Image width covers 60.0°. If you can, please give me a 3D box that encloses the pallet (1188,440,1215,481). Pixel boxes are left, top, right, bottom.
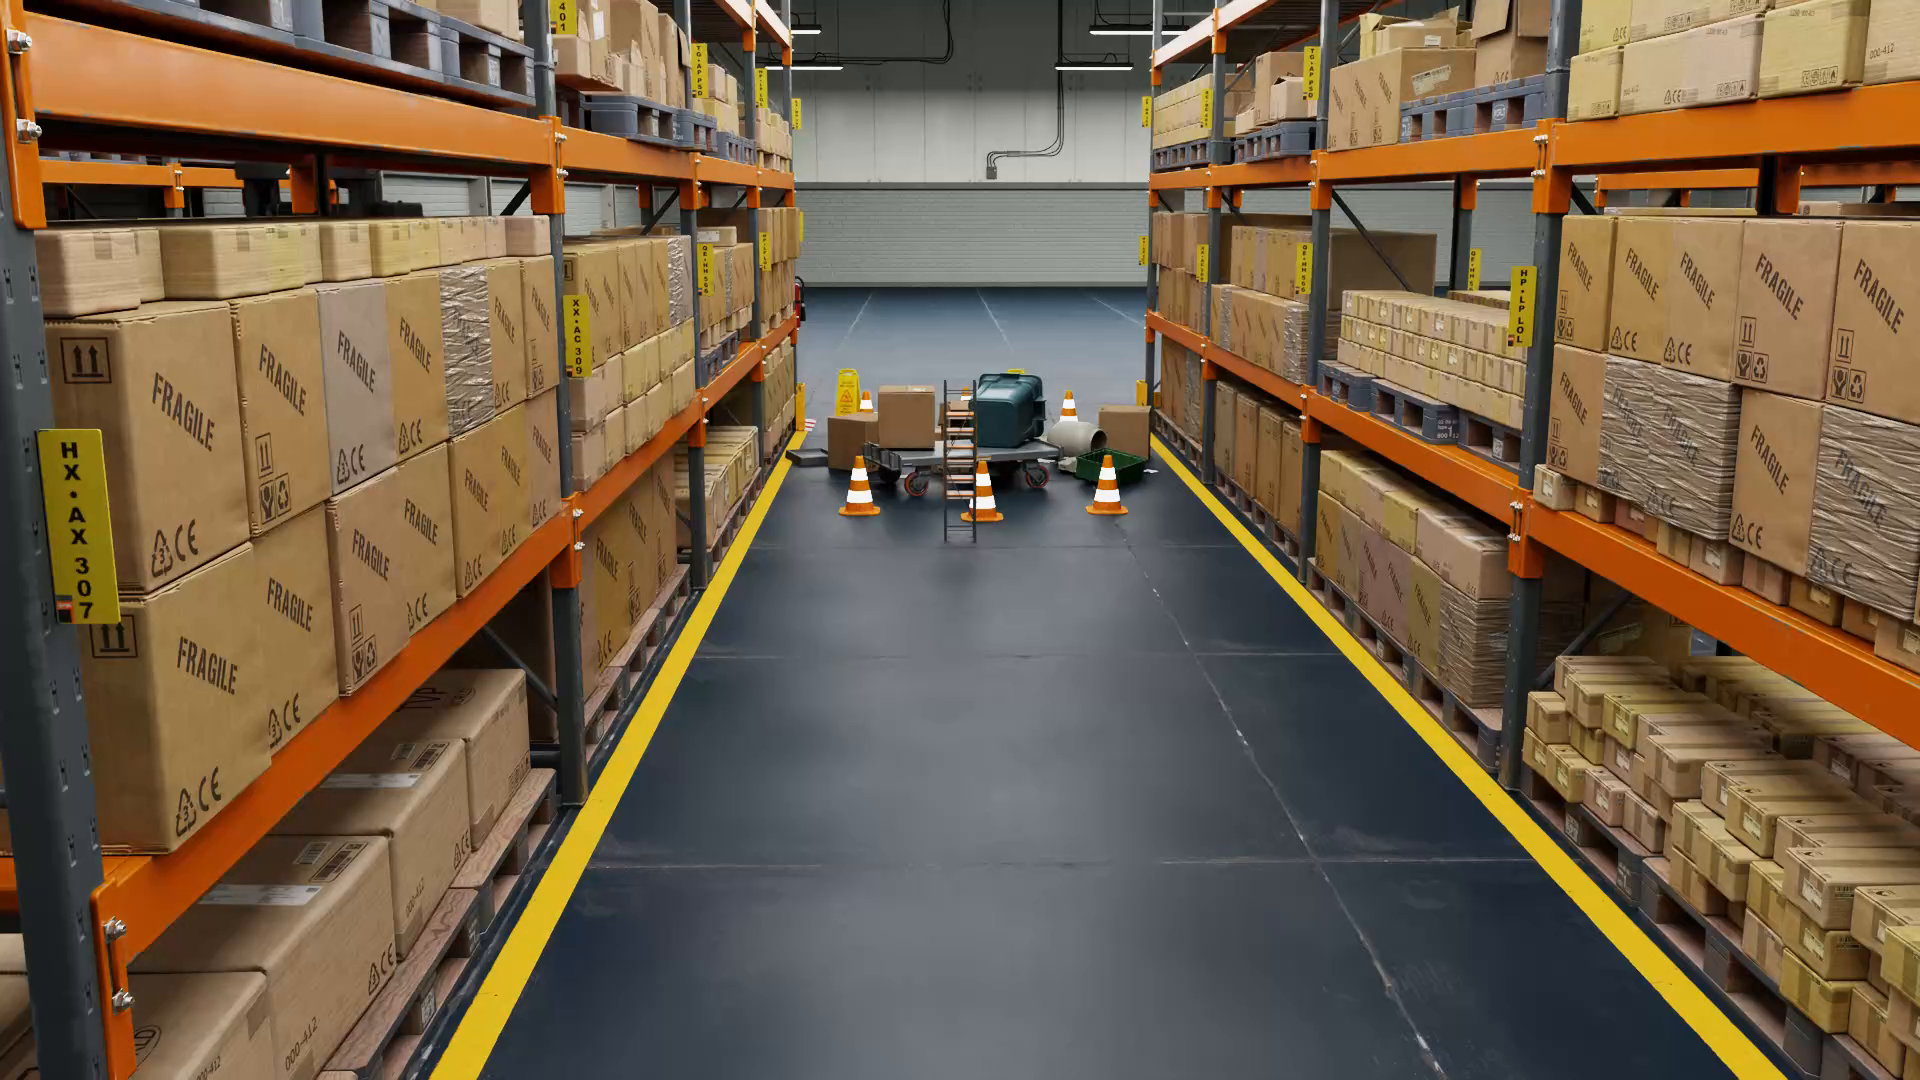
[{"bbox_3d":[2.756,-0.767,15.809,1.003,0.211,1.213,0,11,-1],"label":"pallet"}]

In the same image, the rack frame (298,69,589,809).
[{"bbox_3d":[-2.088,-0.352,6.747,1.000,3.000,0.127,0,11,-1],"label":"rack frame"}]

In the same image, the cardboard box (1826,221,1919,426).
[{"bbox_3d":[2.653,-0.576,4.338,0.500,0.500,0.500,0,11,2],"label":"cardboard box"}]

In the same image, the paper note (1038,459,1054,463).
[{"bbox_3d":[0.836,-0.786,16.375,0.172,0.023,0.155,4,12,18],"label":"paper note"}]

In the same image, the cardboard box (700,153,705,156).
[{"bbox_3d":[-2.482,-3.401,14.865,0.380,0.149,0.250,0,11,0],"label":"cardboard box"}]

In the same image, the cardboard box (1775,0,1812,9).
[{"bbox_3d":[2.659,-1.633,4.638,0.500,0.250,0.500,-1,11,-4],"label":"cardboard box"}]

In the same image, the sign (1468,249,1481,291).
[{"bbox_3d":[3.319,-1.720,10.779,0.100,0.325,0.005,0,11,-1],"label":"sign"}]

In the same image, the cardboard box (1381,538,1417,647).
[{"bbox_3d":[2.575,0.277,8.879,0.500,0.500,0.500,0,11,-2],"label":"cardboard box"}]

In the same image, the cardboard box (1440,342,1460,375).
[{"bbox_3d":[2.630,-0.906,8.310,0.380,0.149,0.250,-1,11,-4],"label":"cardboard box"}]

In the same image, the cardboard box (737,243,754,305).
[{"bbox_3d":[-2.014,-2.251,14.057,0.500,0.500,0.500,0,11,-2],"label":"cardboard box"}]

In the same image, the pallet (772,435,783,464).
[{"bbox_3d":[-2.331,-0.952,16.719,1.003,0.211,1.213,0,11,-1],"label":"pallet"}]

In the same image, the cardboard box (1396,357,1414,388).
[{"bbox_3d":[2.613,-0.916,9.108,0.380,0.149,0.250,0,11,0],"label":"cardboard box"}]

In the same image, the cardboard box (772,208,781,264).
[{"bbox_3d":[-2.034,-2.817,15.384,0.700,0.500,0.500,0,11,-1],"label":"cardboard box"}]

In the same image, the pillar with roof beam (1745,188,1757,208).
[{"bbox_3d":[18.384,-11.589,47.050,9.100,9.000,0.548,0,11,-1],"label":"pillar with roof beam"}]

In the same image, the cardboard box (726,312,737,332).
[{"bbox_3d":[-1.960,-1.720,13.071,0.380,0.149,0.250,0,11,-1],"label":"cardboard box"}]

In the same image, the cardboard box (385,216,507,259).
[{"bbox_3d":[-1.866,-1.096,6.018,0.380,0.149,0.250,0,11,0],"label":"cardboard box"}]

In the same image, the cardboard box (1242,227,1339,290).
[{"bbox_3d":[2.722,-2.320,13.686,0.700,0.500,0.500,0,11,-2],"label":"cardboard box"}]

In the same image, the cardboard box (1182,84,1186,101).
[{"bbox_3d":[2.342,-4.297,15.970,0.380,0.149,0.250,0,11,-2],"label":"cardboard box"}]

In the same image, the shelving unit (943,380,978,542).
[{"bbox_3d":[0.000,-0.591,12.454,0.258,1.200,0.189,0,11,-1],"label":"shelving unit"}]

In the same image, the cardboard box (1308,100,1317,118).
[{"bbox_3d":[2.544,-2.916,11.122,0.380,0.166,0.250,0,11,-1],"label":"cardboard box"}]

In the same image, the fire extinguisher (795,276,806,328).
[{"bbox_3d":[-1.878,-2.724,18.635,0.296,0.674,0.183,0,11,-1],"label":"fire extinguisher"}]

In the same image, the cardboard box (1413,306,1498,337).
[{"bbox_3d":[2.622,-1.158,8.801,0.380,0.149,0.250,0,11,-2],"label":"cardboard box"}]

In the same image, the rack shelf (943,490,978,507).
[{"bbox_3d":[0.000,-0.312,12.511,0.258,0.103,0.180,0,11,-1],"label":"rack shelf"}]

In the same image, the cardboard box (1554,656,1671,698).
[{"bbox_3d":[2.659,0.577,6.787,0.380,0.149,0.250,0,11,1],"label":"cardboard box"}]

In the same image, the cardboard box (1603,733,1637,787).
[{"bbox_3d":[2.683,0.825,6.313,0.380,0.149,0.250,0,11,-1],"label":"cardboard box"}]

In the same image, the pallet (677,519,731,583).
[{"bbox_3d":[-2.185,0.065,11.710,1.003,0.211,1.213,0,11,-1],"label":"pallet"}]

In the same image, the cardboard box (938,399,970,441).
[{"bbox_3d":[0.232,-1.175,17.084,0.797,0.503,0.637,-10,15,-40],"label":"cardboard box"}]

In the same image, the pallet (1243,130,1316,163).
[{"bbox_3d":[2.684,-2.915,12.312,1.003,0.211,1.213,0,11,1],"label":"pallet"}]

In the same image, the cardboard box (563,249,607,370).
[{"bbox_3d":[-1.810,-0.979,7.075,0.500,0.500,0.500,0,11,0],"label":"cardboard box"}]

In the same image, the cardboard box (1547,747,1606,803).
[{"bbox_3d":[2.551,0.926,6.564,0.380,0.149,0.250,0,11,1],"label":"cardboard box"}]

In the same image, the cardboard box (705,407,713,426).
[{"bbox_3d":[-2.534,-1.284,15.317,0.500,0.500,0.500,0,11,-2],"label":"cardboard box"}]

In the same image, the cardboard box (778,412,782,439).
[{"bbox_3d":[-2.031,-1.130,16.444,0.500,0.250,0.500,0,11,-2],"label":"cardboard box"}]

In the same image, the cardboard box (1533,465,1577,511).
[{"bbox_3d":[2.538,-0.211,6.687,0.380,0.149,0.250,0,11,1],"label":"cardboard box"}]

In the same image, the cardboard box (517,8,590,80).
[{"bbox_3d":[-1.748,-2.062,6.918,0.396,0.266,0.258,0,11,-2],"label":"cardboard box"}]

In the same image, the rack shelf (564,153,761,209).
[{"bbox_3d":[-2.212,-2.662,12.400,1.077,0.370,4.000,0,11,-1],"label":"rack shelf"}]

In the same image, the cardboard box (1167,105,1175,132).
[{"bbox_3d":[2.387,-4.276,16.870,0.500,0.250,0.500,0,11,-2],"label":"cardboard box"}]

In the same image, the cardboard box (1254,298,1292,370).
[{"bbox_3d":[2.479,-1.523,12.271,0.500,0.500,0.500,0,11,-2],"label":"cardboard box"}]

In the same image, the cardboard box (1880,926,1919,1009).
[{"bbox_3d":[2.597,1.098,4.222,0.380,0.149,0.250,0,11,-2],"label":"cardboard box"}]

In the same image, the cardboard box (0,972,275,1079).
[{"bbox_3d":[-2.119,1.363,3.686,0.875,0.438,0.875,-1,11,-3],"label":"cardboard box"}]

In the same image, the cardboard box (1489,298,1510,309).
[{"bbox_3d":[3.262,-1.311,9.555,0.380,0.149,0.250,0,11,1],"label":"cardboard box"}]

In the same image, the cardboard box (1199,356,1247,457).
[{"bbox_3d":[2.751,-1.272,15.572,0.875,0.875,0.875,0,11,0],"label":"cardboard box"}]

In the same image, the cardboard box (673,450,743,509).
[{"bbox_3d":[-2.206,-0.474,12.906,0.950,0.372,0.625,0,11,1],"label":"cardboard box"}]

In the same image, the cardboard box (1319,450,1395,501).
[{"bbox_3d":[2.548,-0.397,10.318,0.500,0.250,0.500,-1,11,-4],"label":"cardboard box"}]

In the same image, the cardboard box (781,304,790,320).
[{"bbox_3d":[-1.979,-2.388,17.419,0.380,0.149,0.250,0,11,0],"label":"cardboard box"}]

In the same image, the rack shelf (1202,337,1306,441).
[{"bbox_3d":[2.735,-1.232,12.897,1.077,0.370,4.000,0,11,-1],"label":"rack shelf"}]

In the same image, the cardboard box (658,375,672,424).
[{"bbox_3d":[-1.880,-0.772,9.197,0.500,0.250,0.500,0,11,-2],"label":"cardboard box"}]

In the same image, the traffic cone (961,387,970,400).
[{"bbox_3d":[0.065,-1.486,18.718,0.336,0.463,0.334,0,11,-1],"label":"traffic cone"}]

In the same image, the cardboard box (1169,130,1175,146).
[{"bbox_3d":[2.324,-4.059,16.801,0.380,0.149,0.250,0,11,-2],"label":"cardboard box"}]

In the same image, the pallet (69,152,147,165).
[{"bbox_3d":[-7.185,-3.122,13.339,0.805,0.209,1.217,-1,11,-3],"label":"pallet"}]

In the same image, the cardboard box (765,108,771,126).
[{"bbox_3d":[-1.943,-3.900,15.320,0.380,0.149,0.250,0,11,-2],"label":"cardboard box"}]

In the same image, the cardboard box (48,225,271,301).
[{"bbox_3d":[-1.703,-0.589,3.520,0.380,0.149,0.250,0,11,1],"label":"cardboard box"}]

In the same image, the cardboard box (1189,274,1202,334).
[{"bbox_3d":[2.640,-2.238,15.670,0.875,0.550,0.550,0,11,-1],"label":"cardboard box"}]

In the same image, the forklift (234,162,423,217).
[{"bbox_3d":[-4.805,-1.584,12.995,1.130,2.935,3.031,0,11,-2],"label":"forklift"}]

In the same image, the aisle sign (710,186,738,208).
[{"bbox_3d":[-2.647,-4.022,18.301,0.394,0.787,0.004,0,11,-1],"label":"aisle sign"}]

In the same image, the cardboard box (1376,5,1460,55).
[{"bbox_3d":[2.564,-2.847,9.325,0.396,0.266,0.258,0,11,-1],"label":"cardboard box"}]

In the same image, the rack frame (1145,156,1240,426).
[{"bbox_3d":[2.611,-2.777,18.705,1.000,3.000,0.127,0,11,-1],"label":"rack frame"}]

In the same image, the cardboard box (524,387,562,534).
[{"bbox_3d":[-1.823,-0.309,6.288,0.500,0.500,0.500,0,11,-1],"label":"cardboard box"}]

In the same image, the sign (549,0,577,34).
[{"bbox_3d":[-1.533,-2.116,6.403,0.100,0.325,0.005,0,11,-1],"label":"sign"}]
